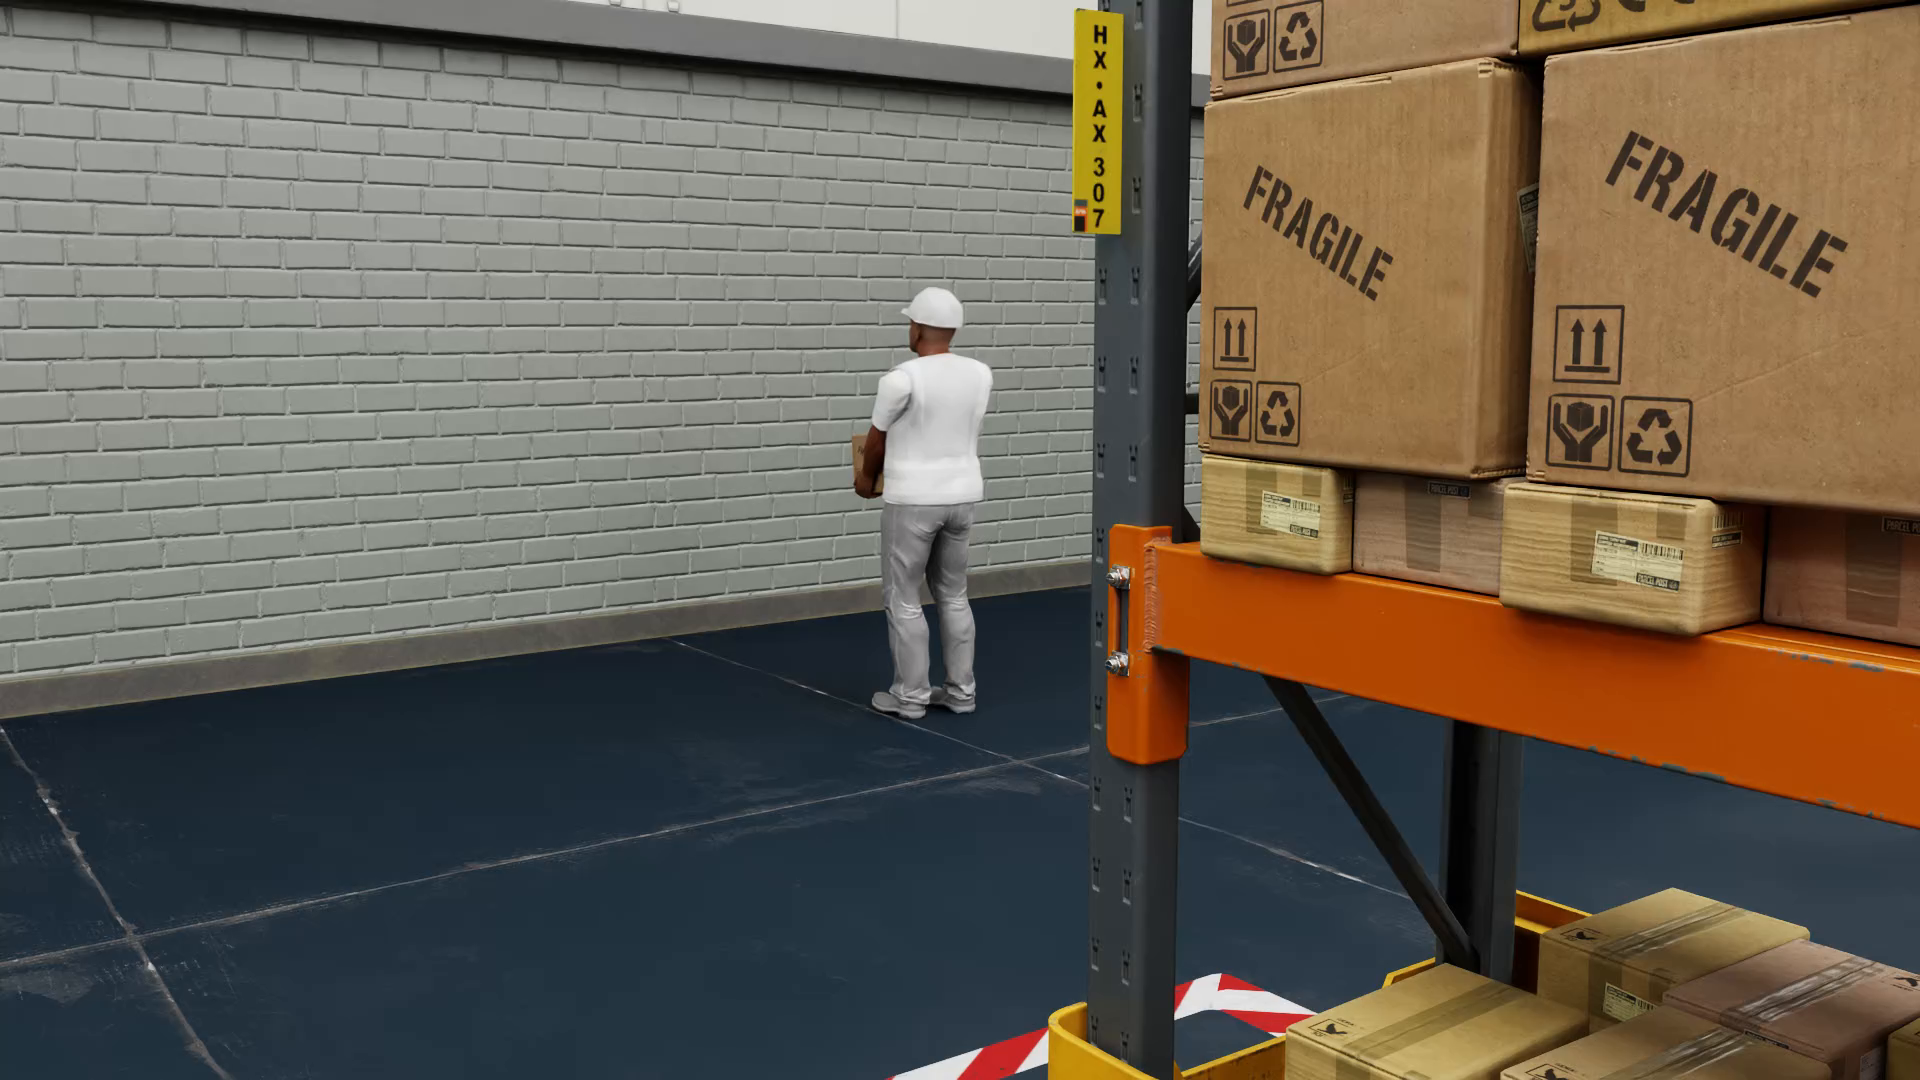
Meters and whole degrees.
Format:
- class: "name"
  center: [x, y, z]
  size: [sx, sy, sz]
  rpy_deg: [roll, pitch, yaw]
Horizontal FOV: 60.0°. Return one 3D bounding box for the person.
- class: "person"
  center: [-0.183, -0.156, 6.886]
  size: [0.502, 1.761, 0.577]
  rpy_deg: [-6, 9, -35]
